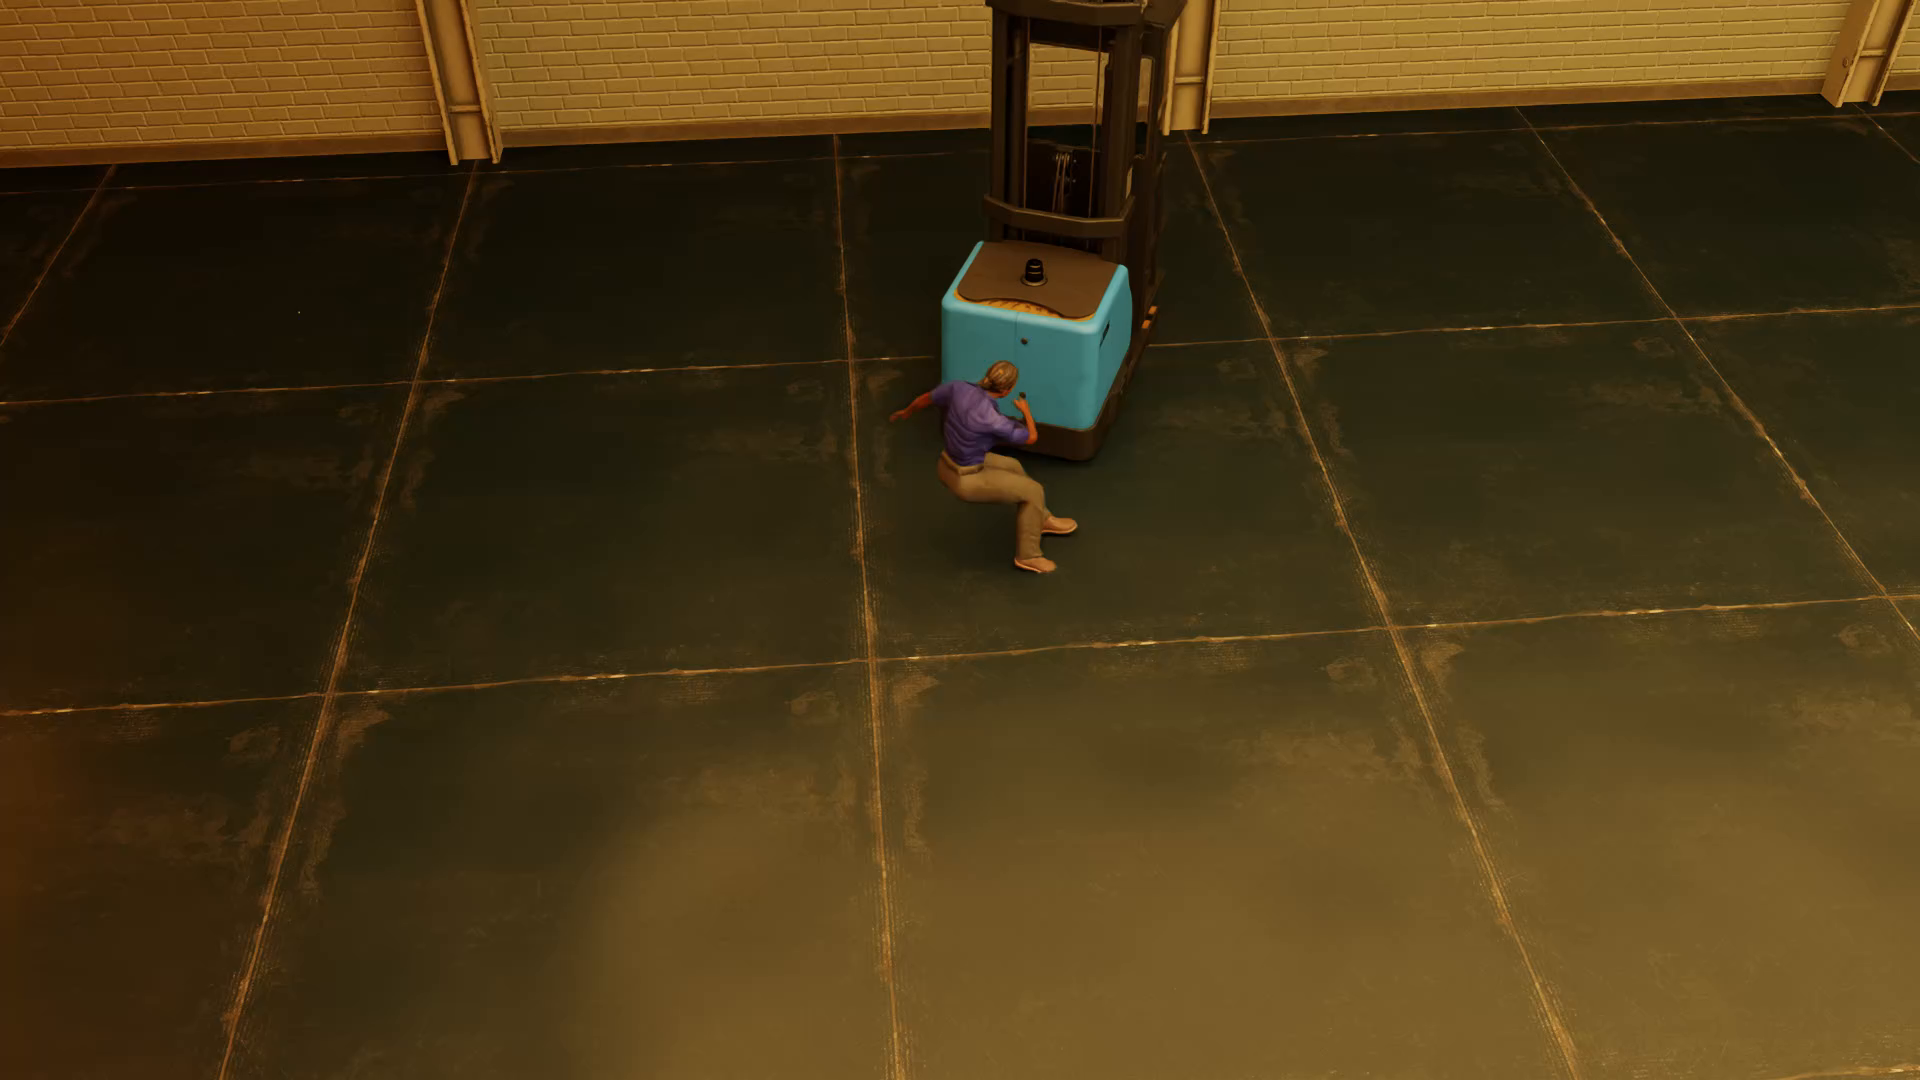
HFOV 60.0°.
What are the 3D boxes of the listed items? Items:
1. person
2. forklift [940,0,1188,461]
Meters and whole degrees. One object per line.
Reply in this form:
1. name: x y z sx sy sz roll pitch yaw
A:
1. person: 0.203 -0.543 9.838 0.900 1.396 1.000 -21 45 -22
2. forklift: 0.809 -2.590 10.966 1.130 2.935 3.031 12 42 14
